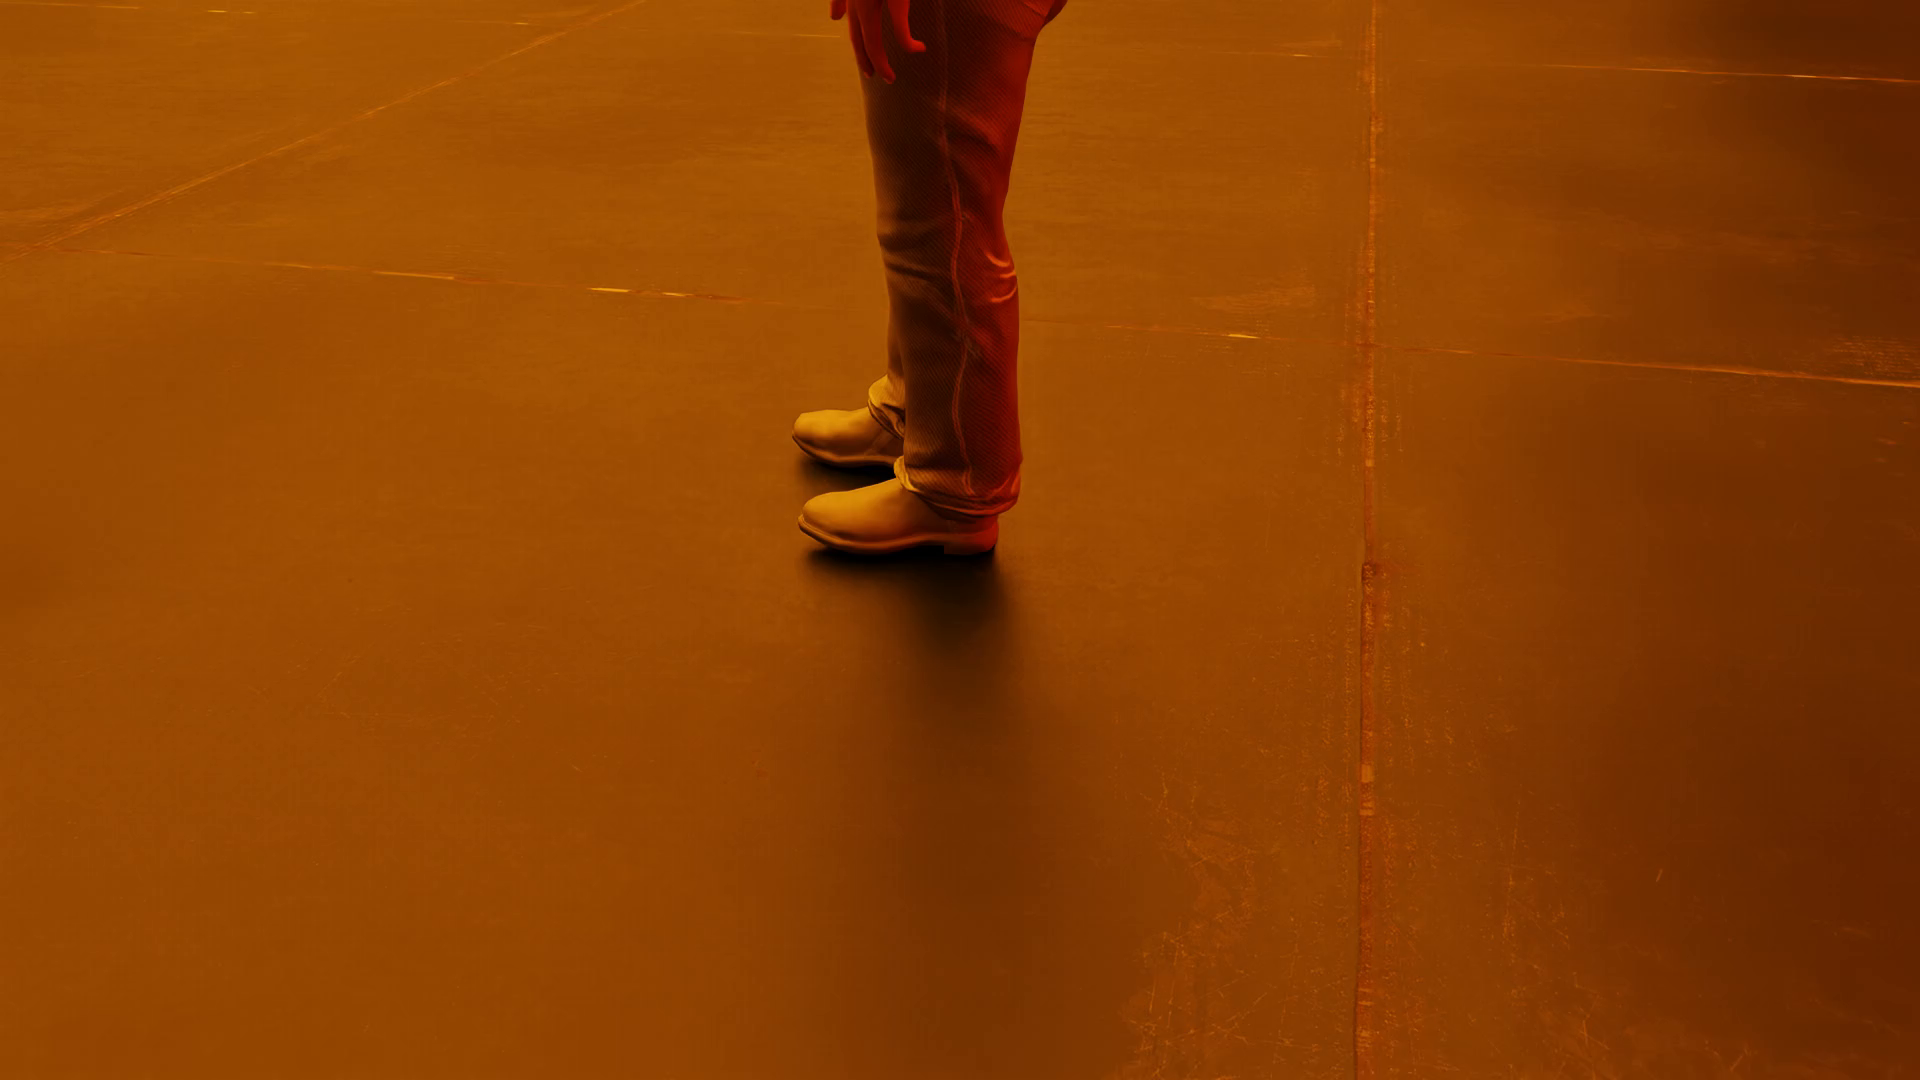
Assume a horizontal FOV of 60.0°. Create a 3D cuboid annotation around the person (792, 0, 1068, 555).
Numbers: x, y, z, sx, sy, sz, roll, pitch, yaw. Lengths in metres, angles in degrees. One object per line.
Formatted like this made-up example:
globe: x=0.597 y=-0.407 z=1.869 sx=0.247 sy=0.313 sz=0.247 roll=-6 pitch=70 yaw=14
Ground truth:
person: x=-0.061 y=-0.808 z=2.117 sx=0.564 sy=1.773 sz=0.632 roll=6 pitch=27 yaw=11
